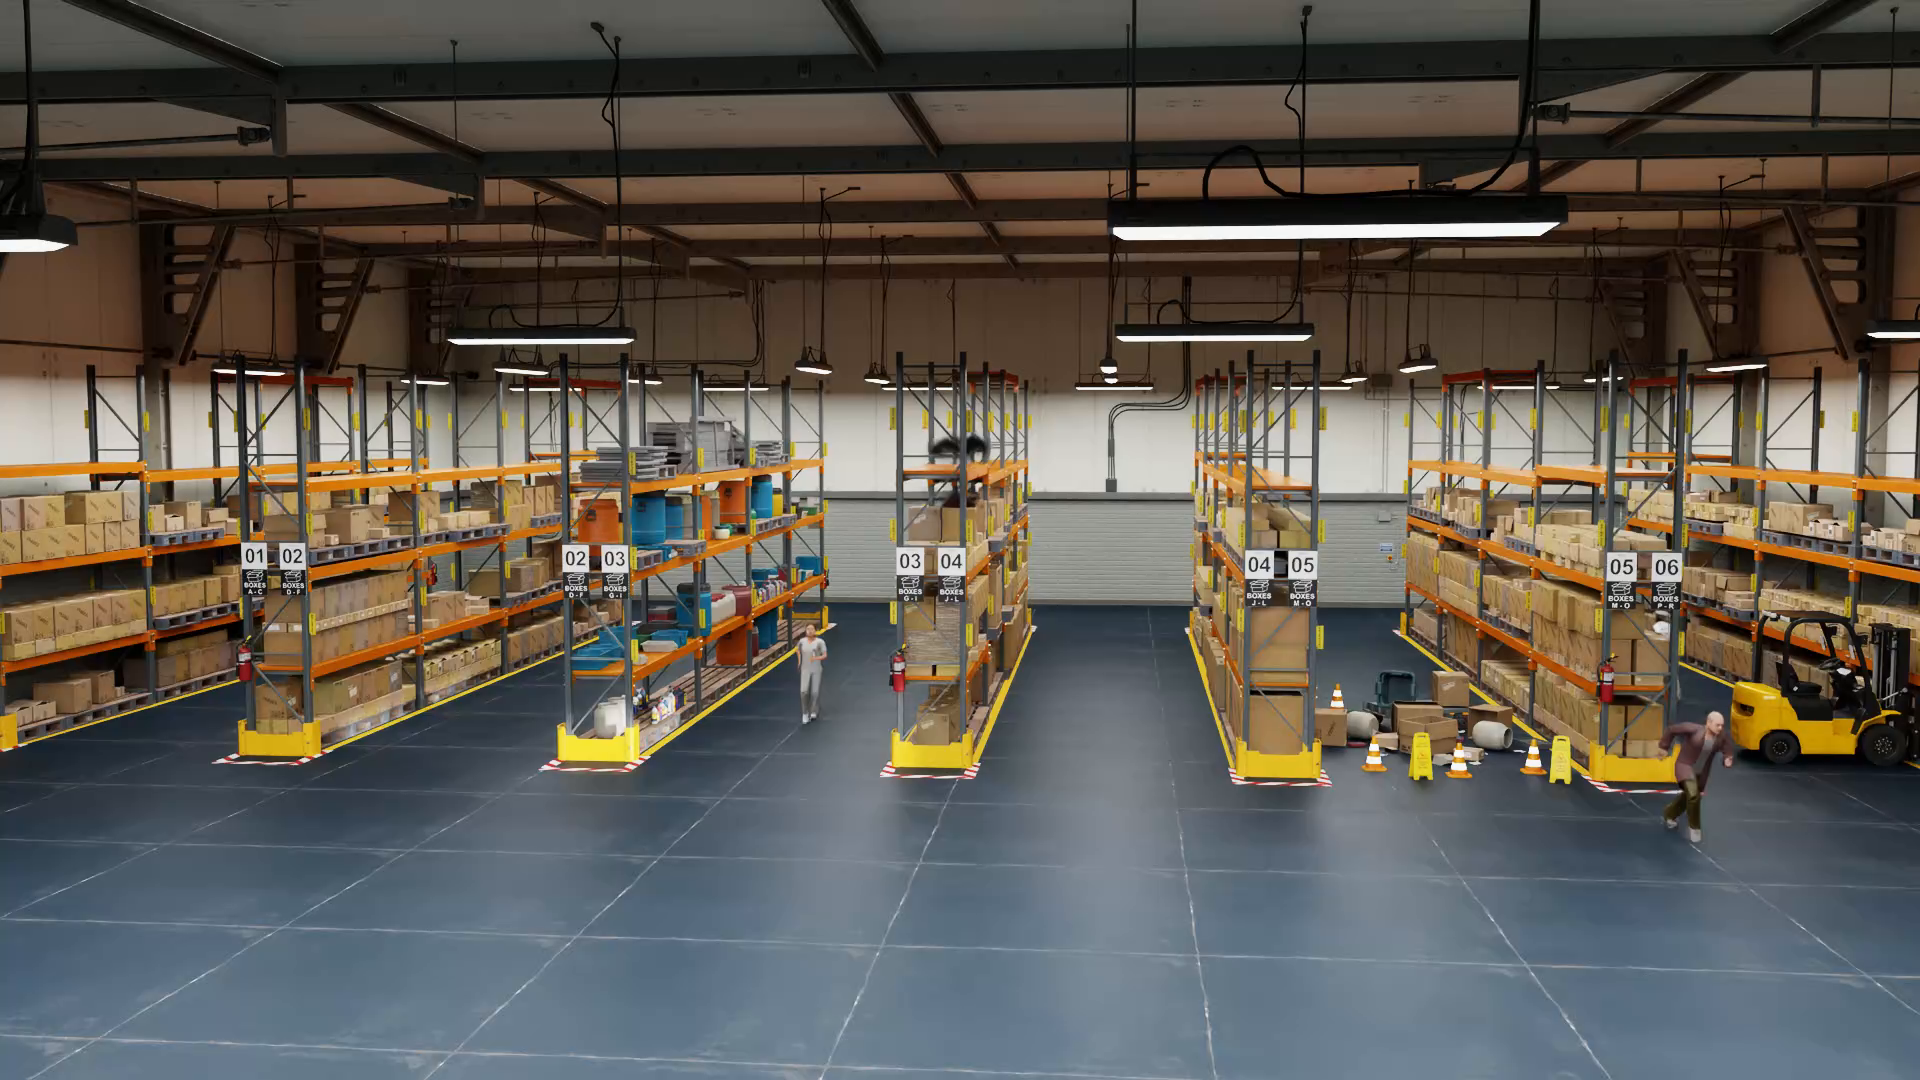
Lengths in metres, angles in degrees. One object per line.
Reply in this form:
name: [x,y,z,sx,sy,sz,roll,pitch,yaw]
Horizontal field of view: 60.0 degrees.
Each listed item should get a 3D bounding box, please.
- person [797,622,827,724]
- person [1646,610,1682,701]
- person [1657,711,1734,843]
person: [-2.471,2.203,27.642,0.546,1.677,0.689,0,4,4]
person: [12.561,2.078,29.694,0.574,1.661,0.955,0,4,-7]
person: [8.813,2.784,19.964,0.701,1.583,1.185,0,4,-5]
